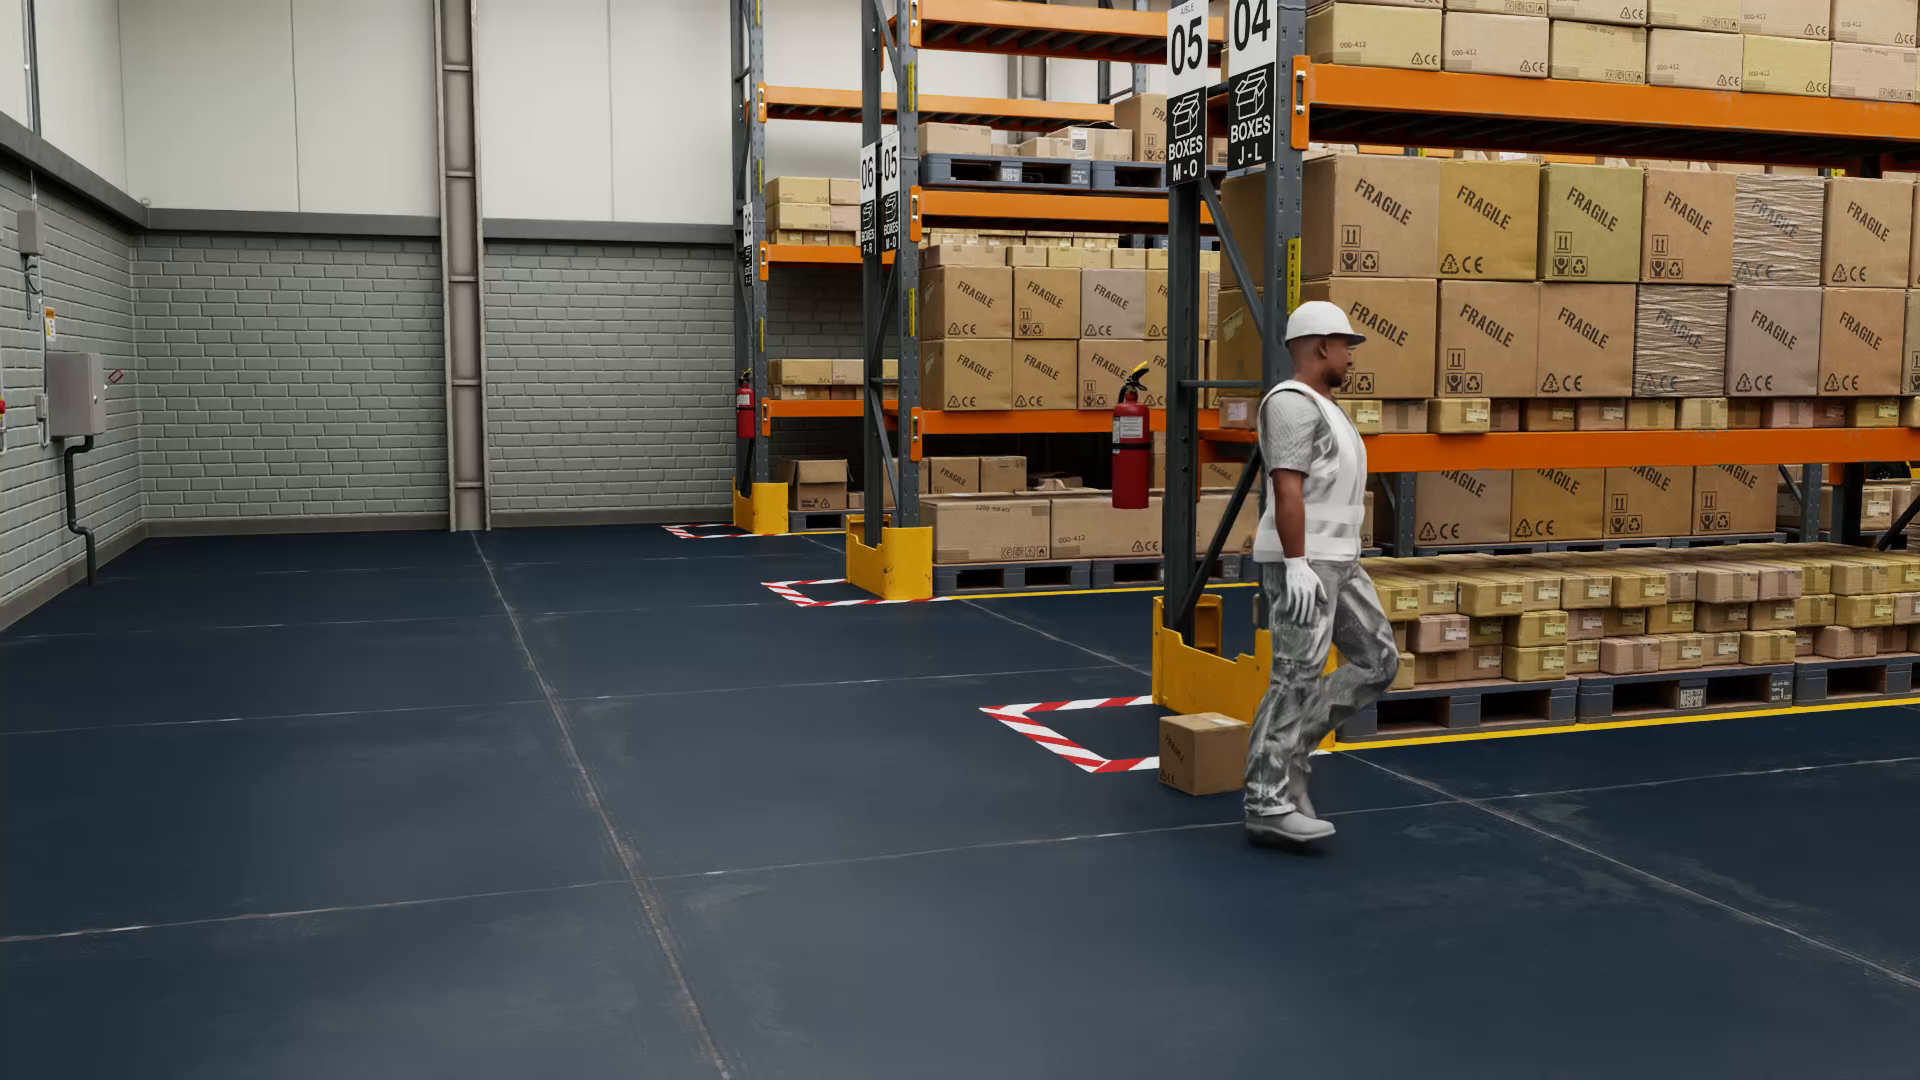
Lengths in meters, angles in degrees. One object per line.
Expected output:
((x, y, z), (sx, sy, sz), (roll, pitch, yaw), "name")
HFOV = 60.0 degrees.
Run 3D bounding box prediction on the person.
((1.221, 0.093, 5.546), (0.456, 1.768, 0.647), (3, 6, 25), "person")
